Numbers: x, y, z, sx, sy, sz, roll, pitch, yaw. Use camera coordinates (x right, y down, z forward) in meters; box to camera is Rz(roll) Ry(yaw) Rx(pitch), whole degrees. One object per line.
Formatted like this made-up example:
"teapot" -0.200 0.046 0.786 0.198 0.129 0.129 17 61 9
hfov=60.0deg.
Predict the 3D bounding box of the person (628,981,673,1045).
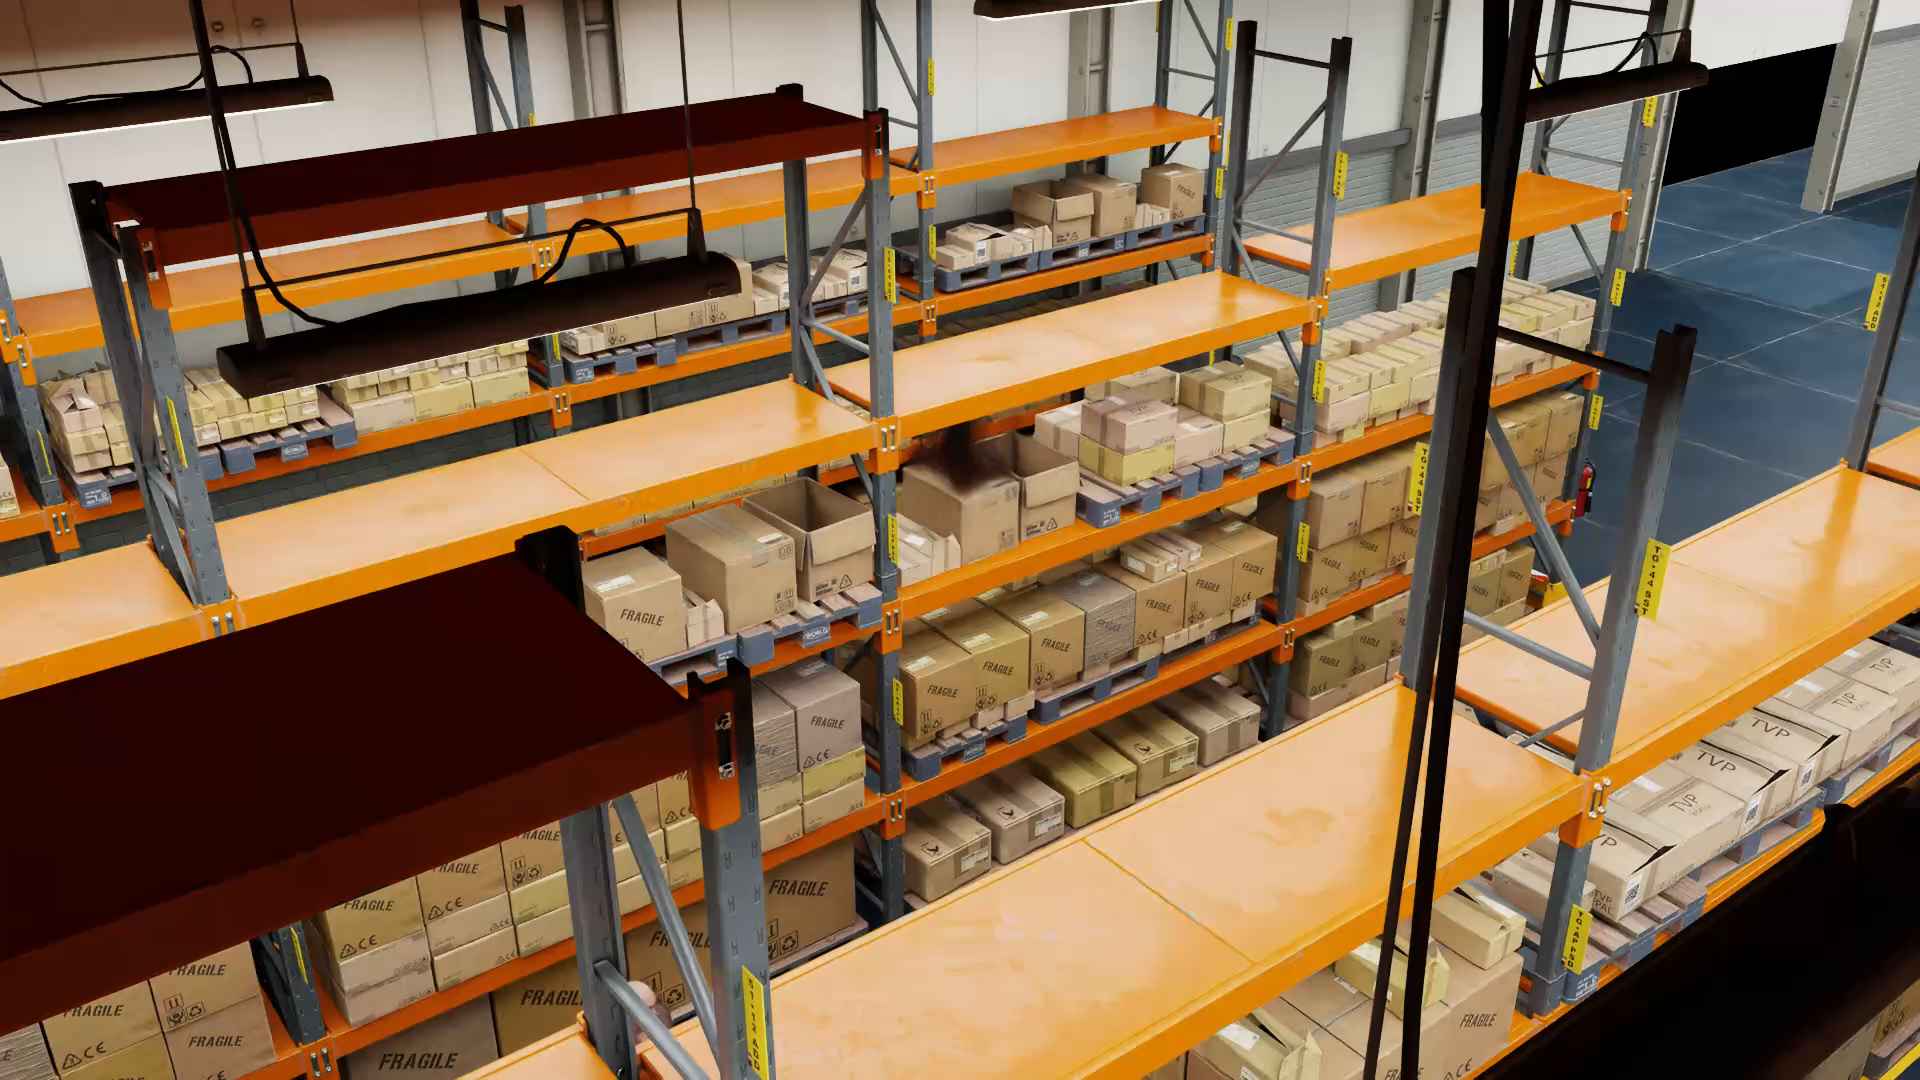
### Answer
"person" -1.752 3.277 9.434 0.497 1.816 0.650 21 33 36
